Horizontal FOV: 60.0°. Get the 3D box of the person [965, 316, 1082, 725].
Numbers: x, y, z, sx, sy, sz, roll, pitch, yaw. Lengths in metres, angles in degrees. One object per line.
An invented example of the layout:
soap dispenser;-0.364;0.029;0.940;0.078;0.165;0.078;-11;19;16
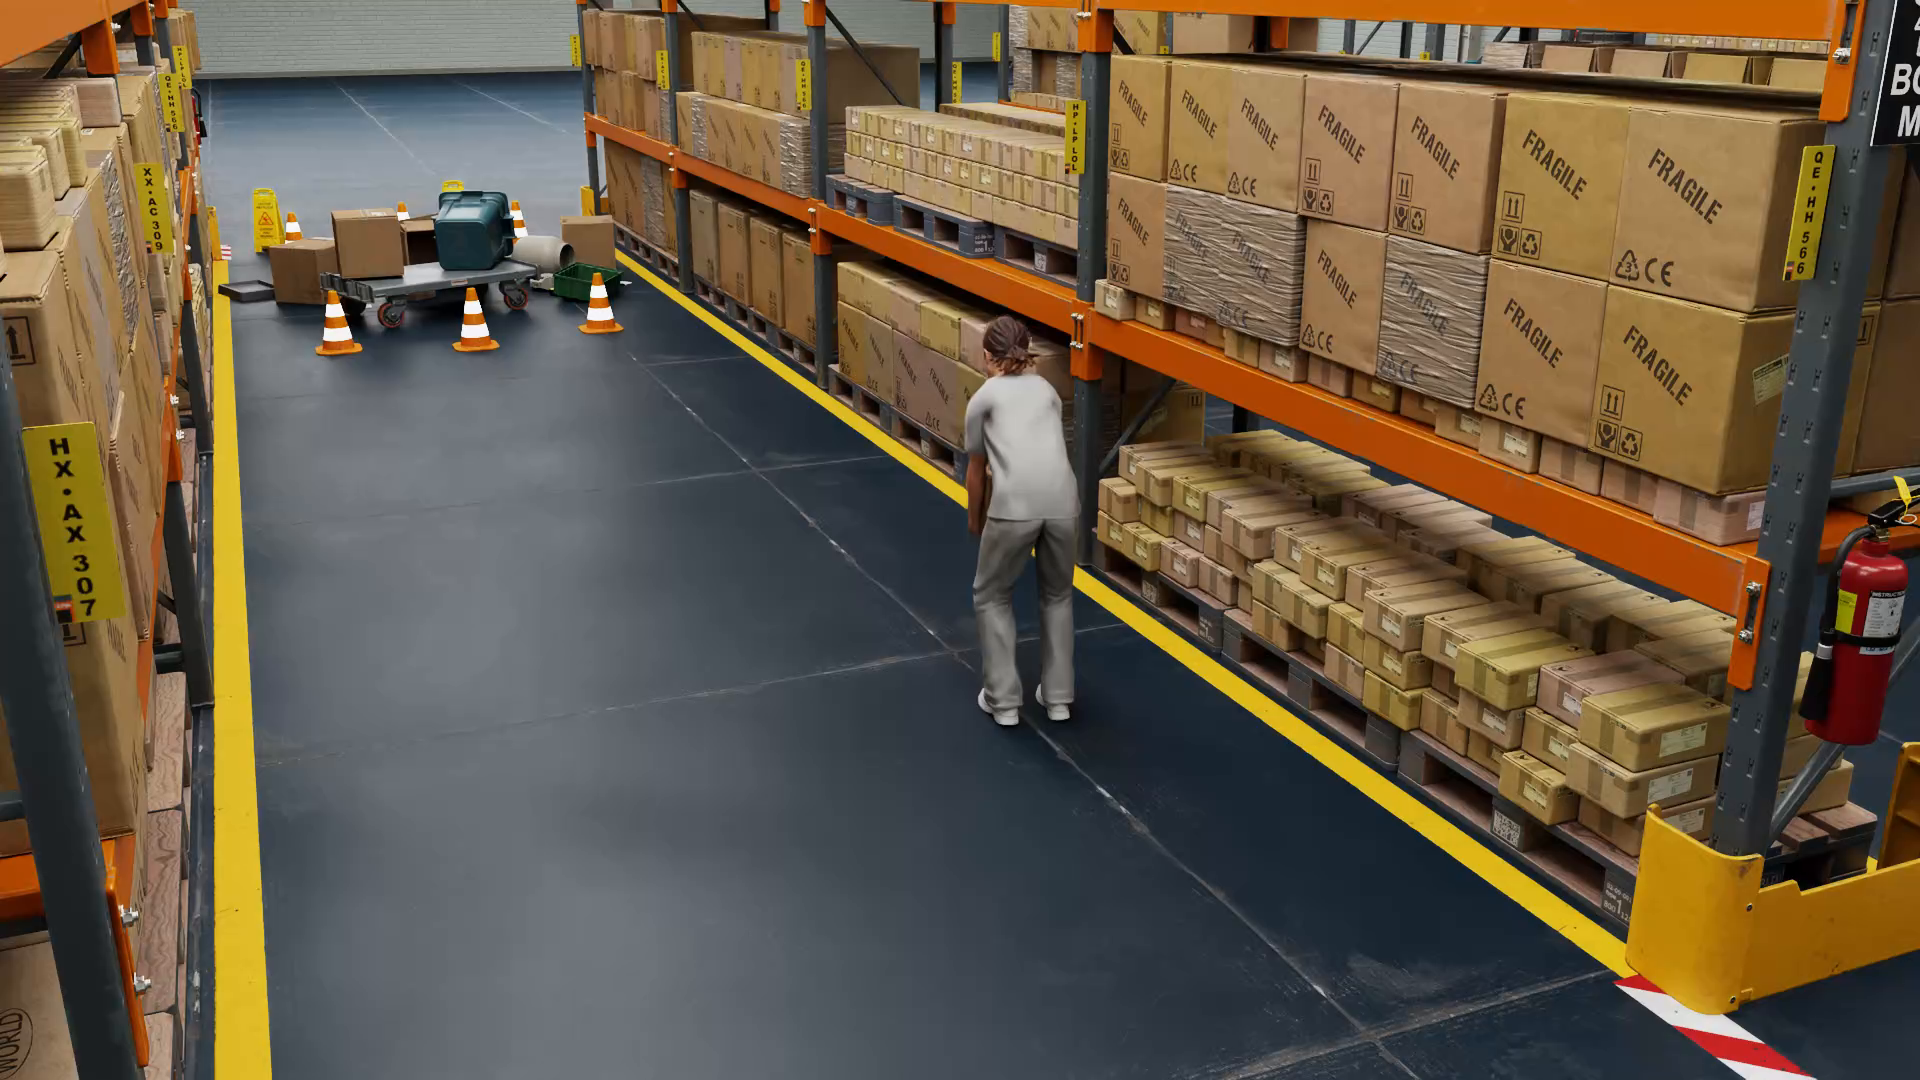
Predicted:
person;0.231;-0.078;6.515;0.408;1.538;0.630;-5;20;-14
